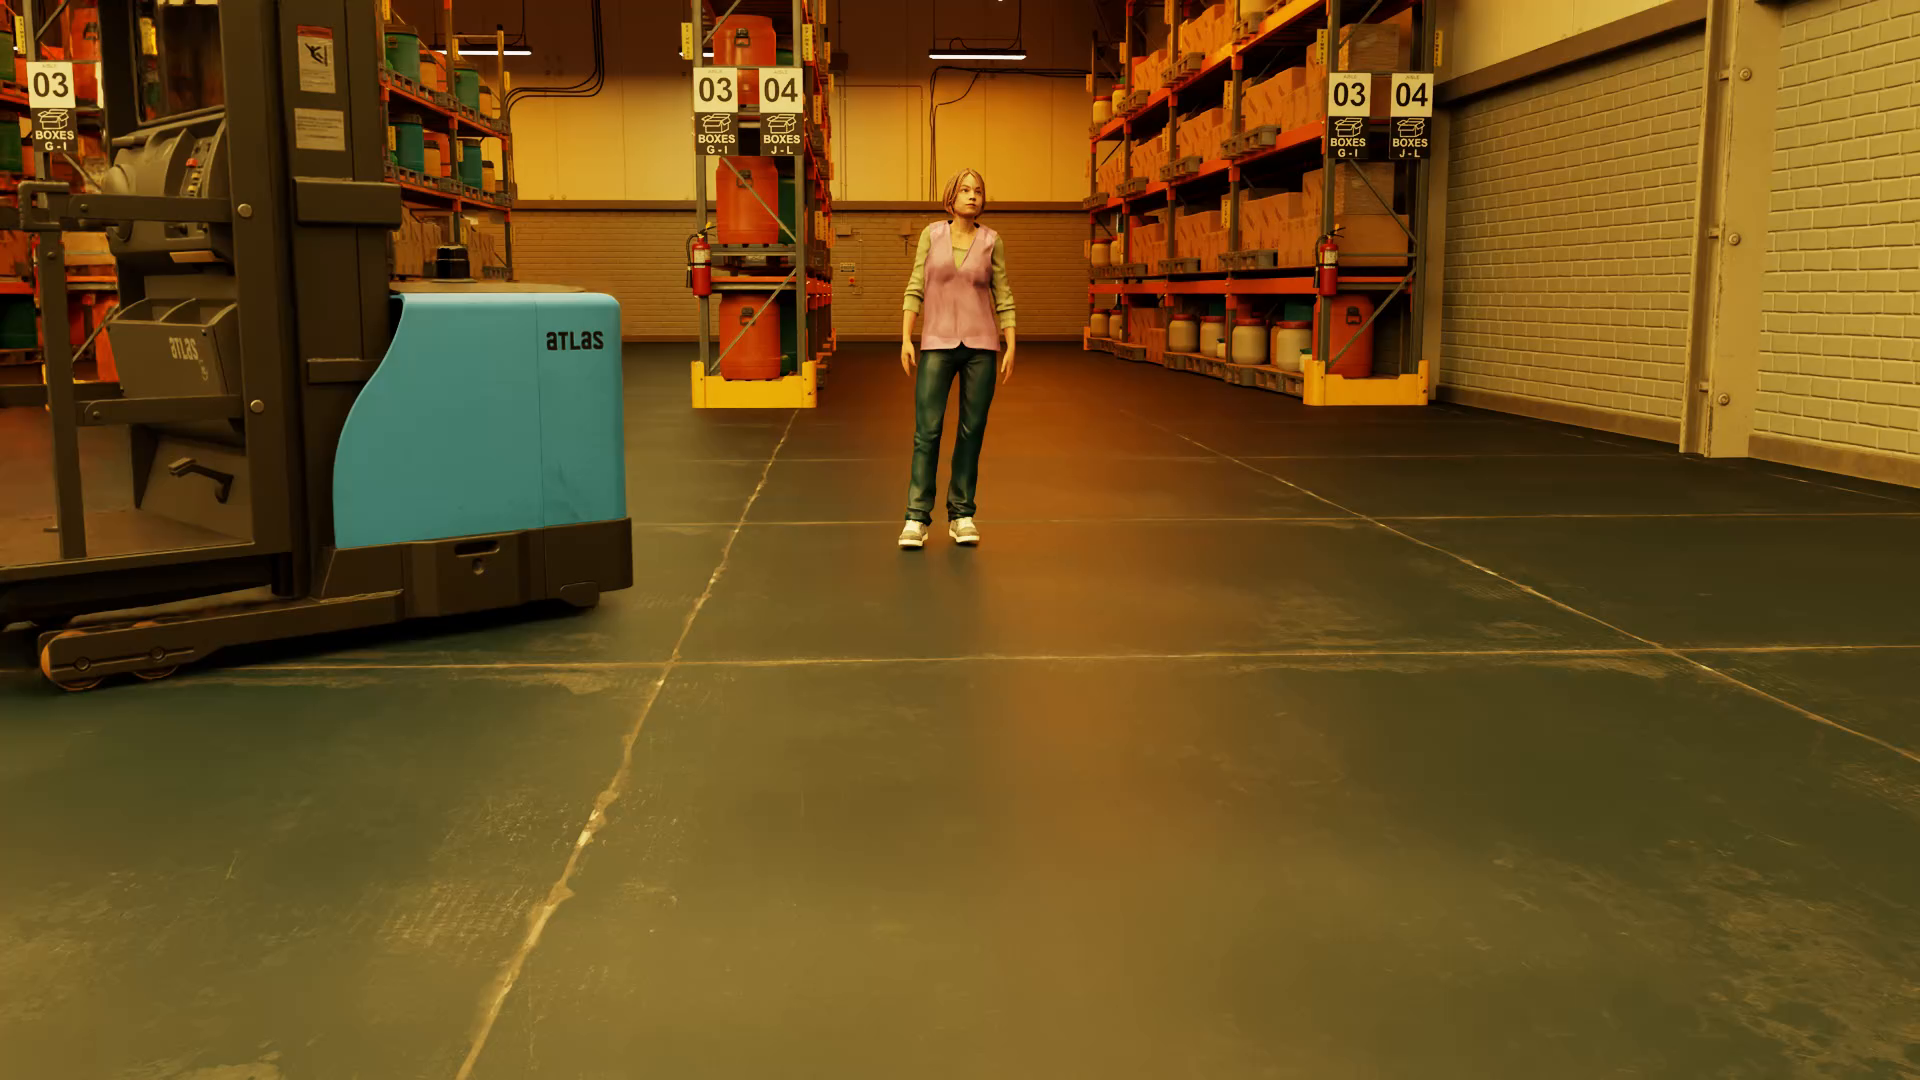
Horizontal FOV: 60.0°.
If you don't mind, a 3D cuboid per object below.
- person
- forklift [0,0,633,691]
[{"bbox_3d":[-0.010,-0.786,7.118,0.520,1.596,0.476,-1,8,-4],"label":"person"},{"bbox_3d":[-2.553,-1.123,4.895,3.031,2.935,1.130,-8,11,-42],"label":"forklift"}]
